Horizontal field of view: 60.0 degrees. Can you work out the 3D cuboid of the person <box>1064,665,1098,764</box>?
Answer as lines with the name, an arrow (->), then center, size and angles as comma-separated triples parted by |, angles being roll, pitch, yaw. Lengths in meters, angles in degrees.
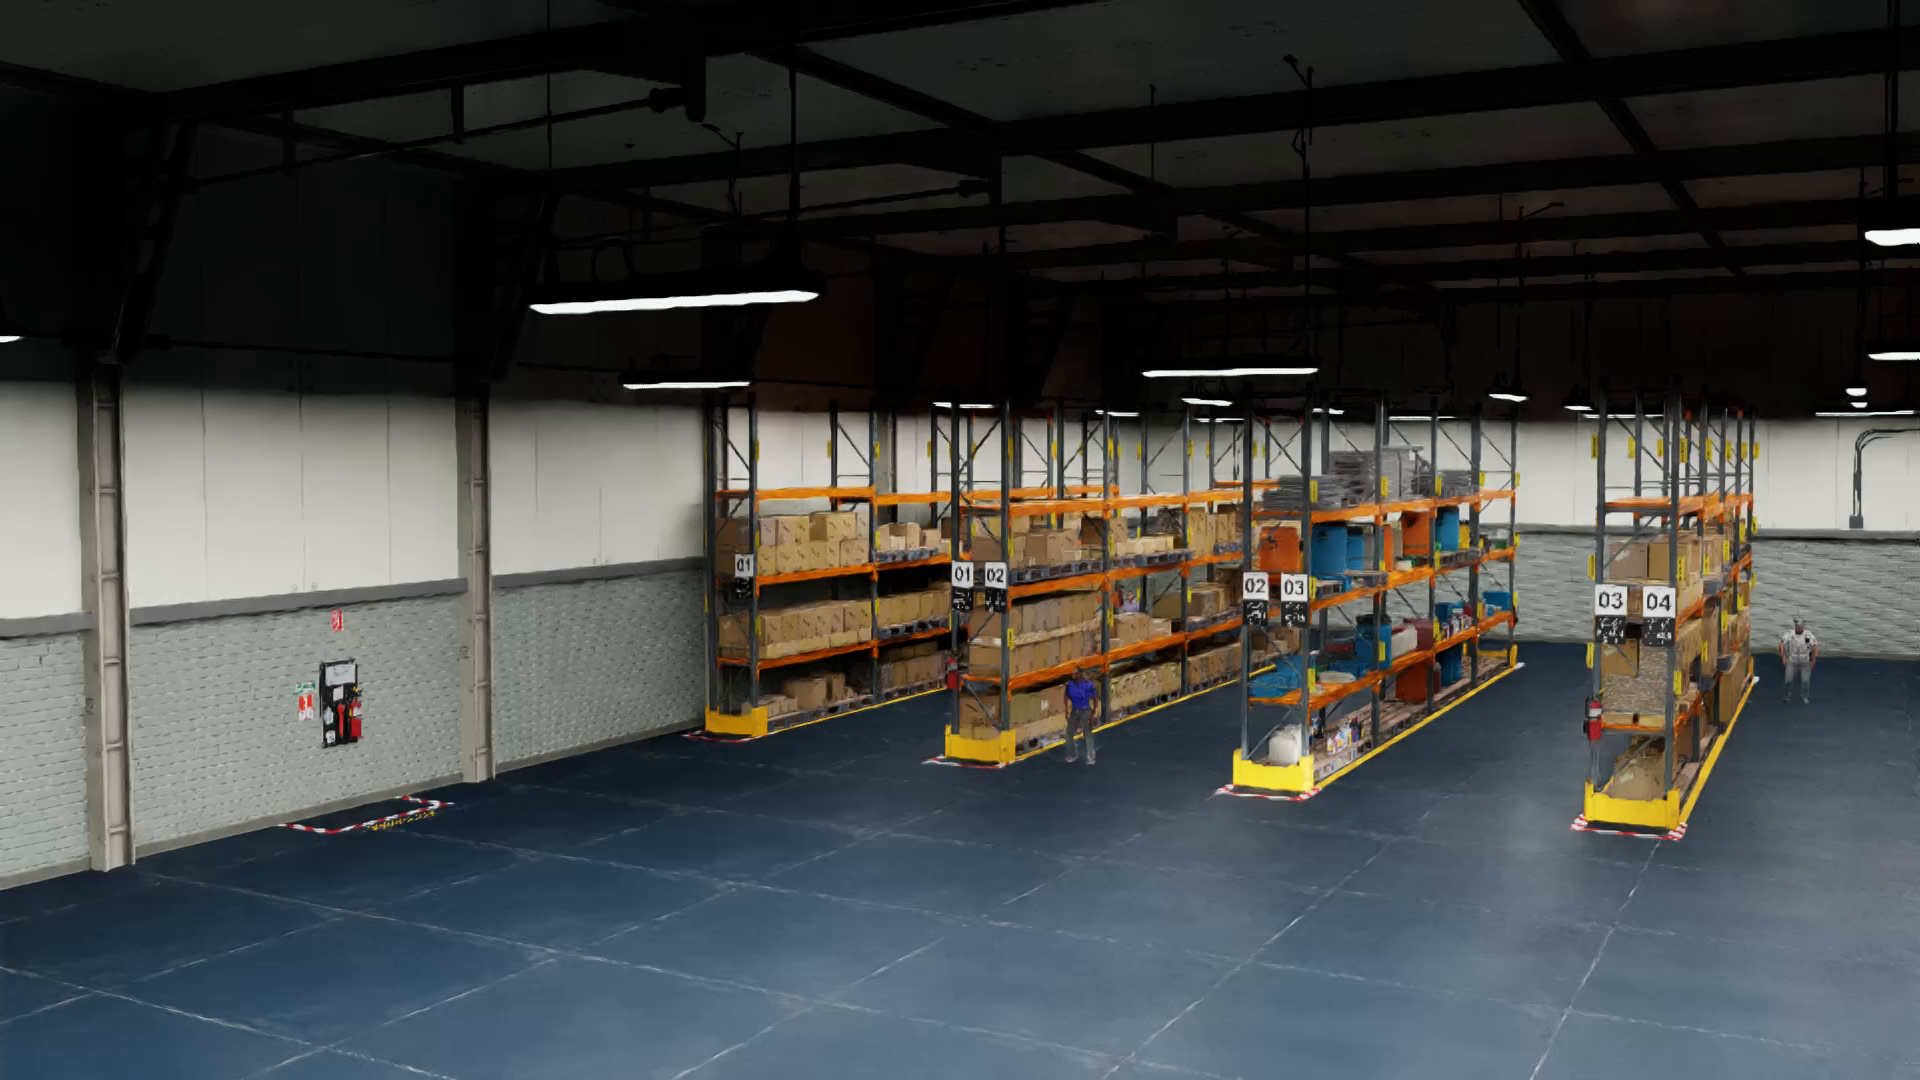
person -> 1.922, 2.776, 26.488 | 0.592, 1.604, 0.513 | 2, 3, 26

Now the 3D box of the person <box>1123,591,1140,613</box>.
person -> 4.202, 2.020, 40.416 | 0.493, 1.589, 1.000 | 2, 3, 28

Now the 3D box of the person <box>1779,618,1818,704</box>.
person -> 16.545, 2.377, 32.821 | 0.682, 1.715, 0.542 | 2, 3, 26
